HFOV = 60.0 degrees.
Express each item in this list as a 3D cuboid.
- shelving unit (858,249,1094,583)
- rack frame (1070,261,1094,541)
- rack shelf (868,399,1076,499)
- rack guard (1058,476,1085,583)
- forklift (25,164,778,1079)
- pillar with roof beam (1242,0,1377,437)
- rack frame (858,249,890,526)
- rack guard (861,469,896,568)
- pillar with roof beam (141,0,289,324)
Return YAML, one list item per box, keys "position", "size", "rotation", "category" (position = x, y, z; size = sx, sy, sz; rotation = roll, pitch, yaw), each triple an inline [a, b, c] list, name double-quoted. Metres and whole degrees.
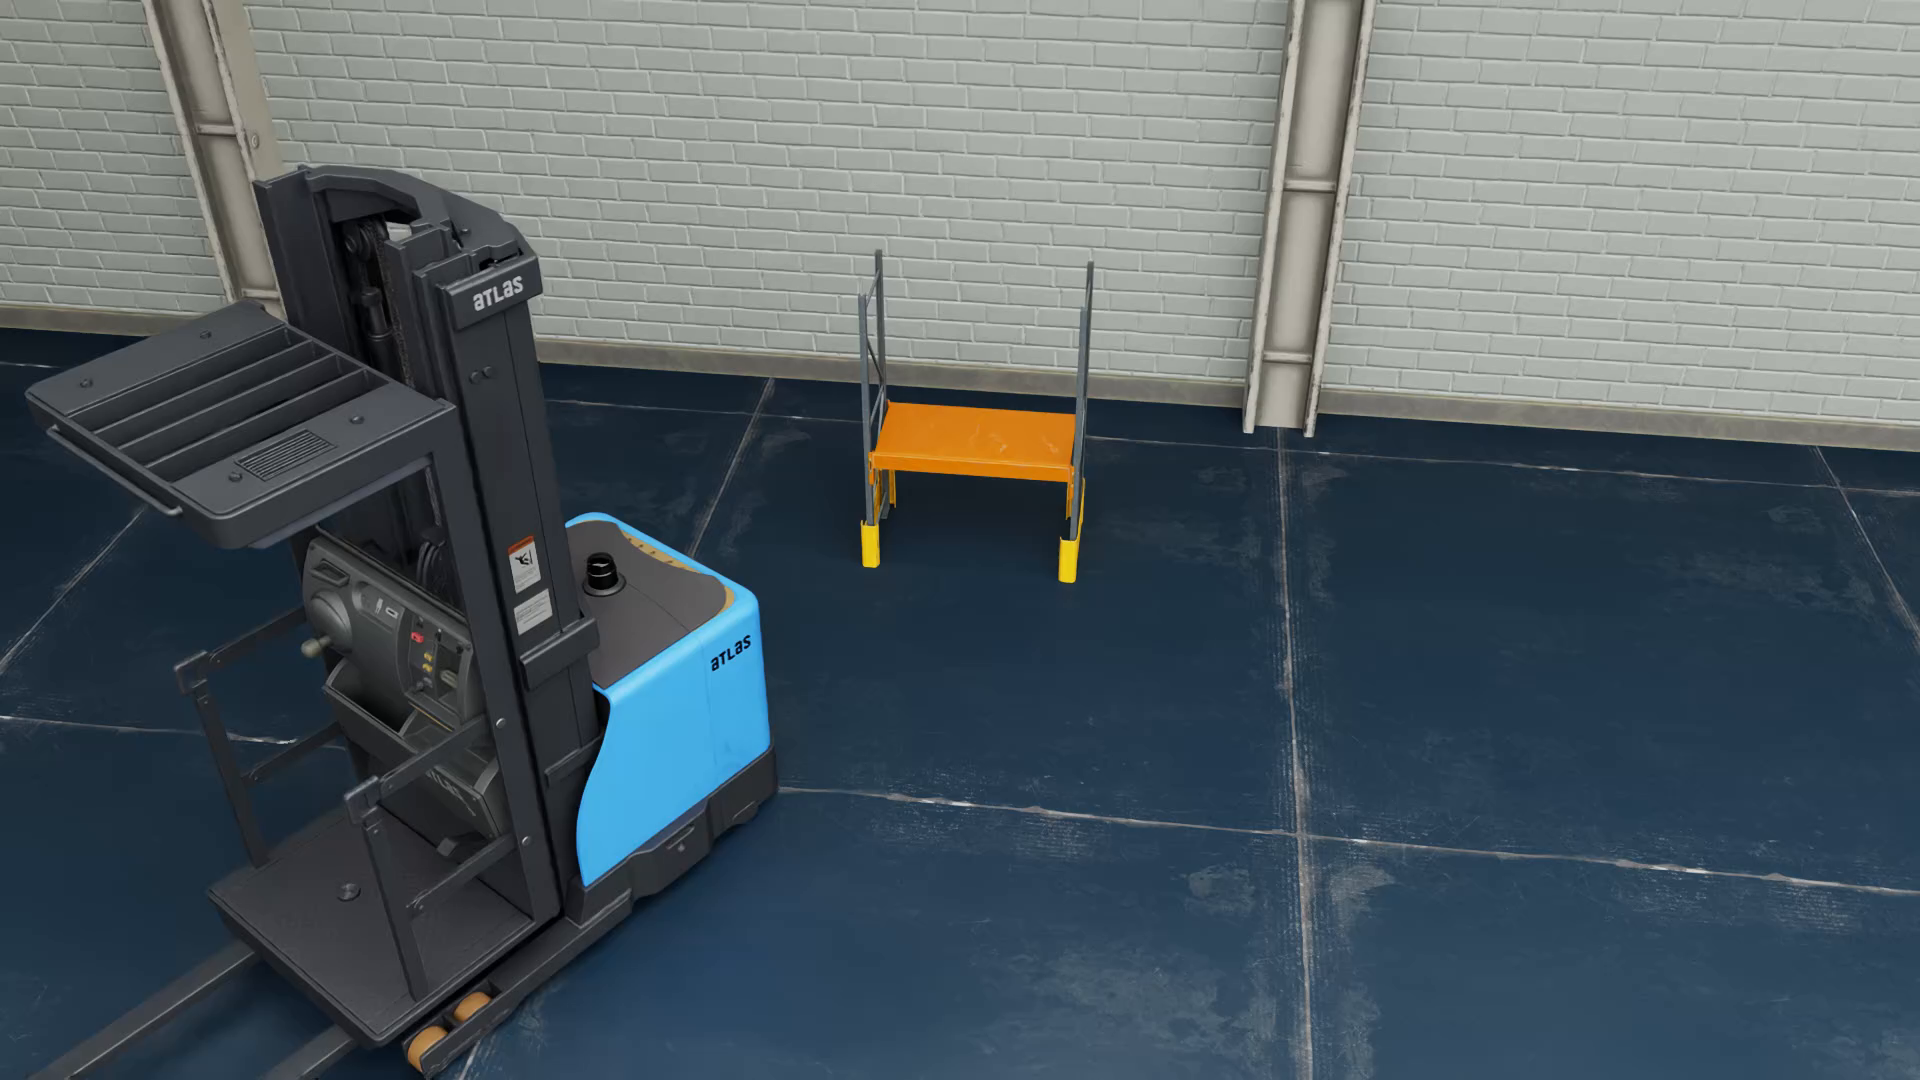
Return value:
- position: [0.076, -0.605, 8.163]
  size: [1.083, 1.500, 0.587]
  rotation: [4, 36, 6]
  category: "shelving unit"
- position: [0.589, -0.567, 8.110]
  size: [0.032, 1.500, 0.500]
  rotation: [4, 36, 6]
  category: "rack frame"
- position: [0.085, -0.458, 8.267]
  size: [1.000, 0.185, 0.538]
  rotation: [4, 36, 6]
  category: "rack shelf"
- position: [0.570, -0.059, 8.475]
  size: [0.087, 0.250, 0.587]
  rotation: [4, 36, 6]
  category: "rack guard"
- position: [-2.089, 0.382, 5.549]
  size: [1.130, 2.935, 3.031]
  rotation: [25, 43, 31]
  category: "forklift"
- position: [1.279, -1.868, 3.478]
  size: [0.400, 9.000, 9.100]
  rotation: [4, 36, 6]
  category: "pillar with roof beam"
- position: [-0.420, -0.642, 8.215]
  size: [0.032, 1.500, 0.500]
  rotation: [4, 36, 6]
  category: "rack frame"
- position: [-0.418, -0.133, 8.578]
  size: [0.087, 0.250, 0.587]
  rotation: [4, 36, 6]
  category: "rack guard"
- position: [-4.673, -2.312, 4.100]
  size: [0.400, 9.000, 9.100]
  rotation: [4, 36, 6]
  category: "pillar with roof beam"
